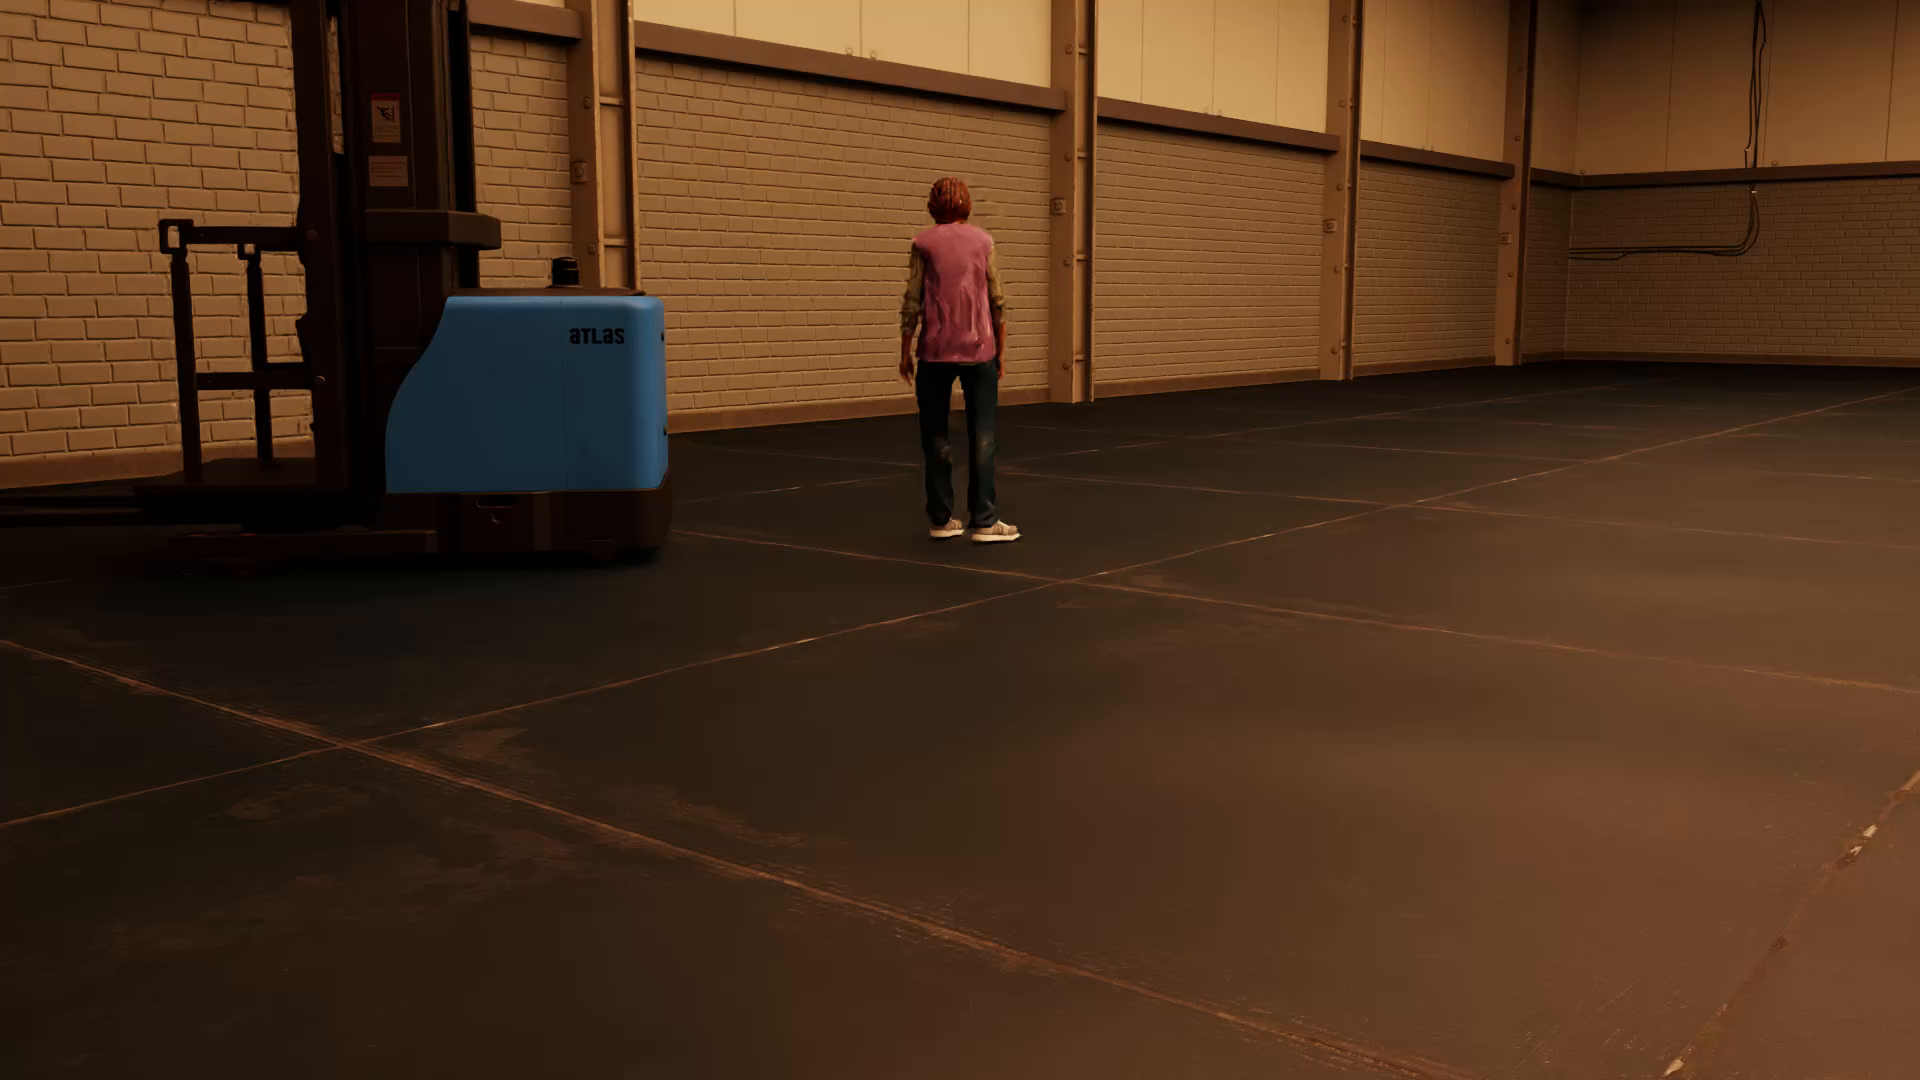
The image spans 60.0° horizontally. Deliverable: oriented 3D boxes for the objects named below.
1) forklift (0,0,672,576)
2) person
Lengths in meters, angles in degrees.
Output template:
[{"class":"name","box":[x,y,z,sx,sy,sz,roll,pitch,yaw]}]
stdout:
[{"class":"forklift","box":[-2.762,-1.391,6.788,3.031,2.935,1.130,-1,8,-7]},{"class":"person","box":[-0.002,-0.792,7.321,0.525,1.592,0.417,-1,8,-8]}]
